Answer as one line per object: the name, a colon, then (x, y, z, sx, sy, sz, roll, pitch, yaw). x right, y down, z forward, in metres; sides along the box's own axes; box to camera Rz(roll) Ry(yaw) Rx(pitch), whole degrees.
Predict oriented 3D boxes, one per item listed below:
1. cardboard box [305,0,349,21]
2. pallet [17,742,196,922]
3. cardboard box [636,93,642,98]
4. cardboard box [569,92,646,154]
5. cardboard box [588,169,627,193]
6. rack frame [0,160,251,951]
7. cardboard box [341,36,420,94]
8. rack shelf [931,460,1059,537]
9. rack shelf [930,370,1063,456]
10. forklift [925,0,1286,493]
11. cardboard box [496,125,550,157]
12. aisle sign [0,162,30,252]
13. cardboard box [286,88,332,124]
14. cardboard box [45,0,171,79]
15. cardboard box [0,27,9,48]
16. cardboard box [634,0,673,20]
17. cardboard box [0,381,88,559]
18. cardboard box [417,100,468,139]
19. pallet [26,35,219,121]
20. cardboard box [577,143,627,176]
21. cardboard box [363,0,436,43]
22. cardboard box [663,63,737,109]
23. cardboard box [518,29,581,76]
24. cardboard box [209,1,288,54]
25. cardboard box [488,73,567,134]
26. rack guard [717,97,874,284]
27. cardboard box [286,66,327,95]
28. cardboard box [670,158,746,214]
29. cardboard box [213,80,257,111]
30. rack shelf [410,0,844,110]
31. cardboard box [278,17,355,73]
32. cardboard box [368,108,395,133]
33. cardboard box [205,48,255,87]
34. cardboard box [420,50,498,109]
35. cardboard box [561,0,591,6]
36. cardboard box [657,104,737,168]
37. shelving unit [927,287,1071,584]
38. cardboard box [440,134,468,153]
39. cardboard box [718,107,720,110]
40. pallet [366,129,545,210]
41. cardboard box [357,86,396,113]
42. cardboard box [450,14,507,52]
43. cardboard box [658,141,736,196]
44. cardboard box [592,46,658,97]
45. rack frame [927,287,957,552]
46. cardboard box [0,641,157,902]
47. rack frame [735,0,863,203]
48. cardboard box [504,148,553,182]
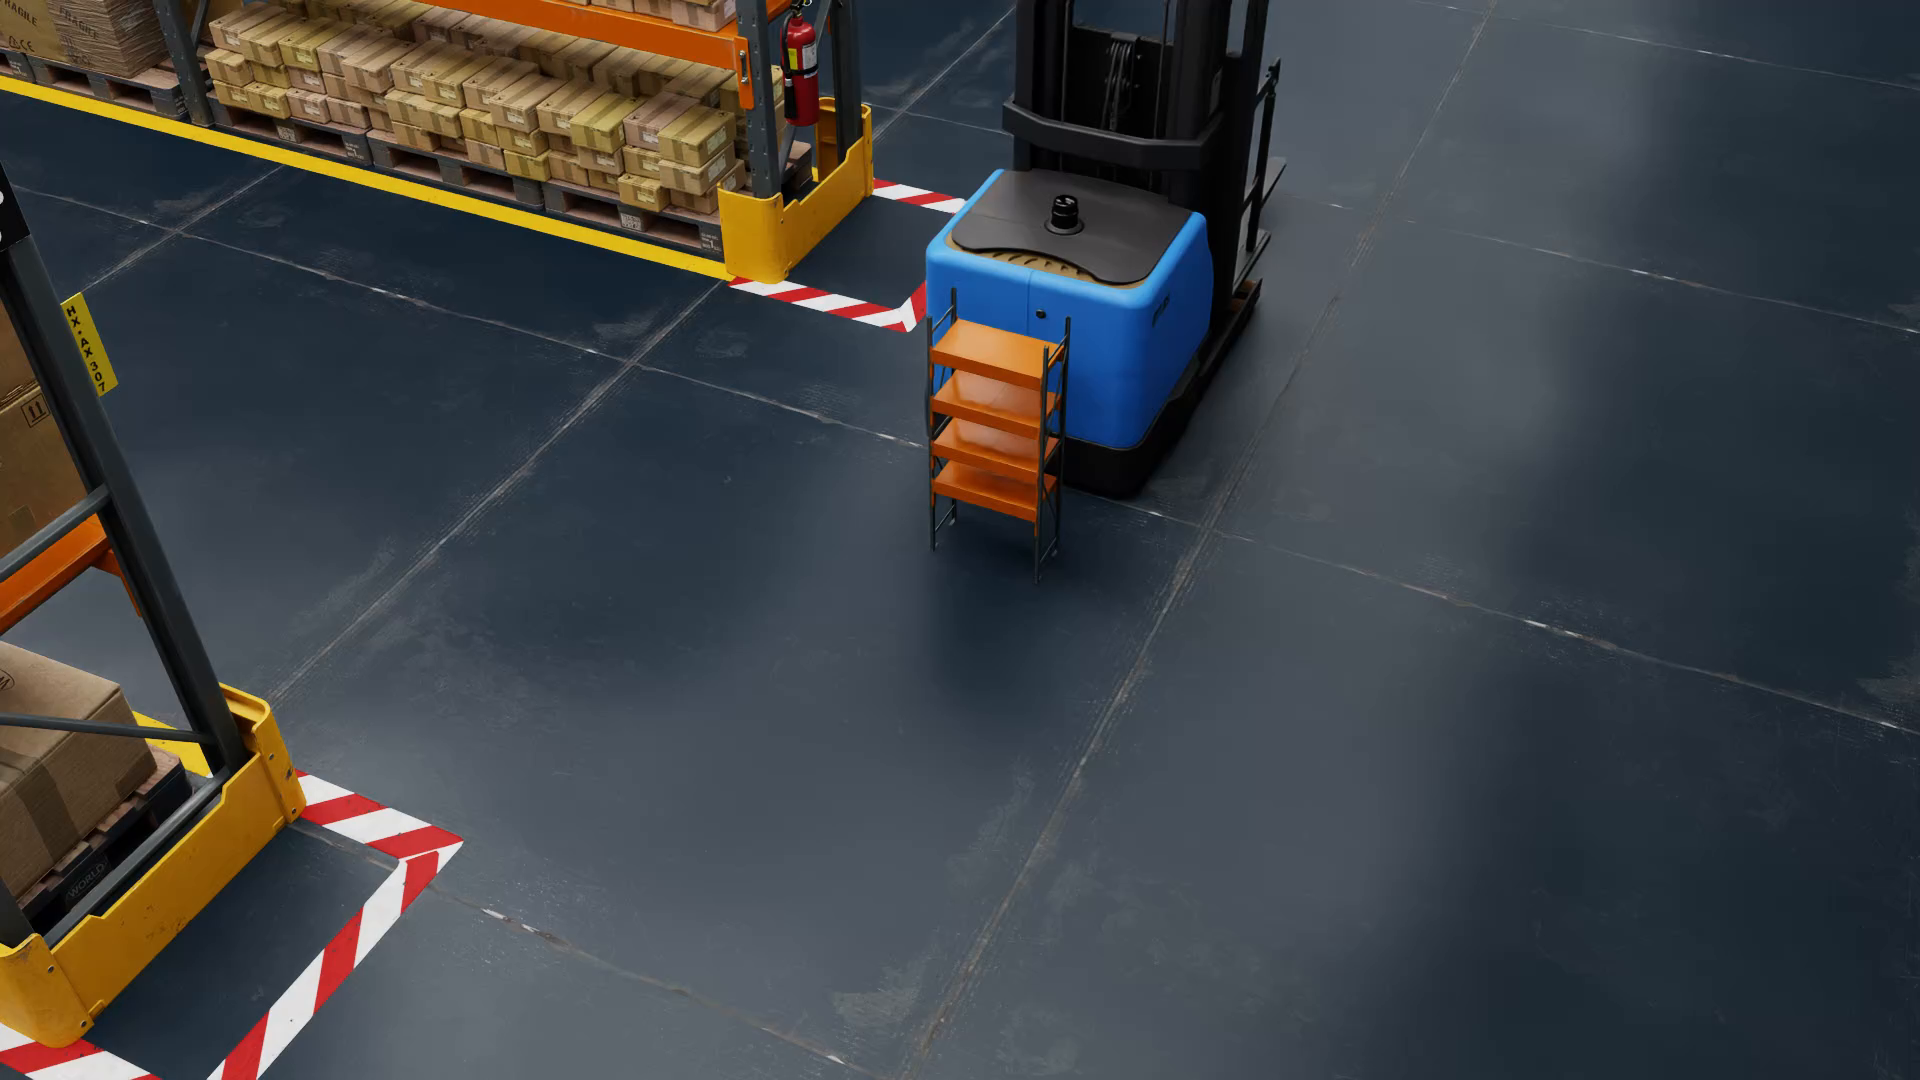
cardboard box: (-3.752, -3.270, 10.134, 0.250, 0.149, 0.380, 18, 44, 19)
pallet: (-3.567, 0.998, 5.938, 1.213, 0.211, 1.003, 17, 44, 19)
cardboard box: (-1.844, -2.598, 9.587, 0.250, 0.149, 0.380, 18, 44, 20)
cardboard box: (-1.887, -2.249, 8.957, 0.250, 0.149, 0.380, 16, 43, 18)
cardboard box: (-1.852, -2.086, 9.222, 0.250, 0.149, 0.380, 17, 44, 18)
rack frame: (-2.809, 0.119, 4.823, 0.127, 3.000, 1.000, 17, 44, 19)
cardboard box: (-3.292, -2.713, 9.491, 0.250, 0.149, 0.380, 18, 44, 20)
rack shelf: (0.150, -0.207, 6.978, 0.480, 0.148, 0.258, 17, 44, 19)
rack shelf: (0.150, -0.526, 6.702, 0.480, 0.148, 0.258, 17, 44, 19)
forklift: (0.909, -2.284, 7.647, 1.130, 2.935, 3.031, 17, 44, 18)
cardboard box: (-2.353, -2.296, 9.238, 0.250, 0.149, 0.380, 18, 44, 19)
aisle sign: (-2.622, -1.016, 4.147, 0.004, 0.787, 0.394, 17, 44, 19)
cardboard box: (-3.750, -2.633, 9.854, 0.250, 0.149, 0.380, 17, 44, 18)
cardboard box: (-5.210, -3.224, 10.268, 0.500, 0.500, 0.500, 16, 43, 18)
cardboard box: (-6.138, -3.511, 10.599, 0.500, 0.500, 0.500, 16, 43, 18)
cardboard box: (-1.433, -2.766, 8.343, 0.250, 0.149, 0.380, 17, 44, 19)
cardboard box: (-3.123, -0.222, 5.140, 0.500, 0.500, 0.500, 17, 44, 18)
cardboard box: (-2.839, -2.438, 9.402, 0.250, 0.149, 0.380, 17, 44, 19)
pallet: (-5.139, -3.116, 10.684, 1.213, 0.211, 1.003, 17, 44, 19)
cardboard box: (-1.879, -2.161, 9.081, 0.250, 0.149, 0.380, 15, 43, 17)
cardboard box: (-3.321, -3.087, 9.923, 0.250, 0.149, 0.380, 18, 44, 20)
cardboard box: (-1.440, -2.505, 9.252, 0.250, 0.149, 0.380, 18, 44, 19)
cardboard box: (-2.340, -2.853, 9.653, 0.250, 0.149, 0.380, 18, 44, 19)
cardboard box: (-4.208, -3.043, 9.872, 0.250, 0.149, 0.380, 19, 44, 20)
cardboard box: (-2.362, -2.400, 9.131, 0.250, 0.149, 0.380, 19, 44, 20)
rack guard: (-0.877, -1.924, 9.088, 0.348, 0.500, 1.175, 17, 44, 19)
cardboard box: (-3.736, -2.795, 9.814, 0.250, 0.149, 0.380, 17, 44, 18)
cardboard box: (-1.373, -1.950, 9.066, 0.250, 0.149, 0.380, 18, 44, 19)
cardboard box: (-4.239, -2.745, 9.982, 0.250, 0.149, 0.380, 15, 43, 17)
rack shelf: (-2.621, -3.129, 9.119, 4.000, 0.370, 1.077, 17, 44, 19)
cardboard box: (-3.734, -2.890, 9.696, 0.250, 0.149, 0.380, 16, 44, 18)
cardboard box: (-3.241, -2.539, 9.745, 0.250, 0.149, 0.380, 15, 43, 17)
cardboard box: (-4.240, -2.858, 9.886, 0.250, 0.149, 0.380, 19, 44, 21)
cardboard box: (-2.803, -2.595, 9.355, 0.250, 0.149, 0.380, 17, 44, 19)
cardboard box: (-1.907, -2.883, 8.478, 0.250, 0.149, 0.380, 18, 44, 20)
cardboard box: (-1.395, -2.150, 8.842, 0.250, 0.149, 0.380, 17, 44, 19)
shelving unit: (0.150, -0.408, 6.804, 0.503, 1.200, 0.258, 17, 44, 19)
cardboard box: (-2.776, -2.382, 9.564, 0.250, 0.149, 0.380, 18, 44, 20)
cardboard box: (-1.399, -2.448, 9.413, 0.250, 0.149, 0.380, 17, 44, 18)
pallet: (-2.700, -2.399, 9.857, 1.213, 0.211, 1.003, 17, 44, 19)
cardboard box: (-3.254, -2.629, 9.622, 0.250, 0.149, 0.380, 19, 44, 21)
cardboard box: (-2.787, -2.999, 9.822, 0.250, 0.149, 0.380, 16, 43, 17)
cardboard box: (-1.407, -2.018, 8.917, 0.250, 0.149, 0.380, 16, 43, 18)
cardboard box: (-1.874, -2.670, 9.442, 0.250, 0.149, 0.380, 15, 43, 17)
rack frame: (-0.071, -0.475, 6.882, 0.015, 1.200, 0.240, 17, 44, 19)
cardboard box: (-3.450, 0.805, 5.667, 0.875, 0.438, 0.875, 16, 43, 17)
rack frame: (-0.808, -2.847, 8.245, 0.127, 3.000, 1.000, 17, 44, 19)
cardboard box: (-2.339, -2.180, 9.331, 0.250, 0.149, 0.380, 15, 43, 17)
